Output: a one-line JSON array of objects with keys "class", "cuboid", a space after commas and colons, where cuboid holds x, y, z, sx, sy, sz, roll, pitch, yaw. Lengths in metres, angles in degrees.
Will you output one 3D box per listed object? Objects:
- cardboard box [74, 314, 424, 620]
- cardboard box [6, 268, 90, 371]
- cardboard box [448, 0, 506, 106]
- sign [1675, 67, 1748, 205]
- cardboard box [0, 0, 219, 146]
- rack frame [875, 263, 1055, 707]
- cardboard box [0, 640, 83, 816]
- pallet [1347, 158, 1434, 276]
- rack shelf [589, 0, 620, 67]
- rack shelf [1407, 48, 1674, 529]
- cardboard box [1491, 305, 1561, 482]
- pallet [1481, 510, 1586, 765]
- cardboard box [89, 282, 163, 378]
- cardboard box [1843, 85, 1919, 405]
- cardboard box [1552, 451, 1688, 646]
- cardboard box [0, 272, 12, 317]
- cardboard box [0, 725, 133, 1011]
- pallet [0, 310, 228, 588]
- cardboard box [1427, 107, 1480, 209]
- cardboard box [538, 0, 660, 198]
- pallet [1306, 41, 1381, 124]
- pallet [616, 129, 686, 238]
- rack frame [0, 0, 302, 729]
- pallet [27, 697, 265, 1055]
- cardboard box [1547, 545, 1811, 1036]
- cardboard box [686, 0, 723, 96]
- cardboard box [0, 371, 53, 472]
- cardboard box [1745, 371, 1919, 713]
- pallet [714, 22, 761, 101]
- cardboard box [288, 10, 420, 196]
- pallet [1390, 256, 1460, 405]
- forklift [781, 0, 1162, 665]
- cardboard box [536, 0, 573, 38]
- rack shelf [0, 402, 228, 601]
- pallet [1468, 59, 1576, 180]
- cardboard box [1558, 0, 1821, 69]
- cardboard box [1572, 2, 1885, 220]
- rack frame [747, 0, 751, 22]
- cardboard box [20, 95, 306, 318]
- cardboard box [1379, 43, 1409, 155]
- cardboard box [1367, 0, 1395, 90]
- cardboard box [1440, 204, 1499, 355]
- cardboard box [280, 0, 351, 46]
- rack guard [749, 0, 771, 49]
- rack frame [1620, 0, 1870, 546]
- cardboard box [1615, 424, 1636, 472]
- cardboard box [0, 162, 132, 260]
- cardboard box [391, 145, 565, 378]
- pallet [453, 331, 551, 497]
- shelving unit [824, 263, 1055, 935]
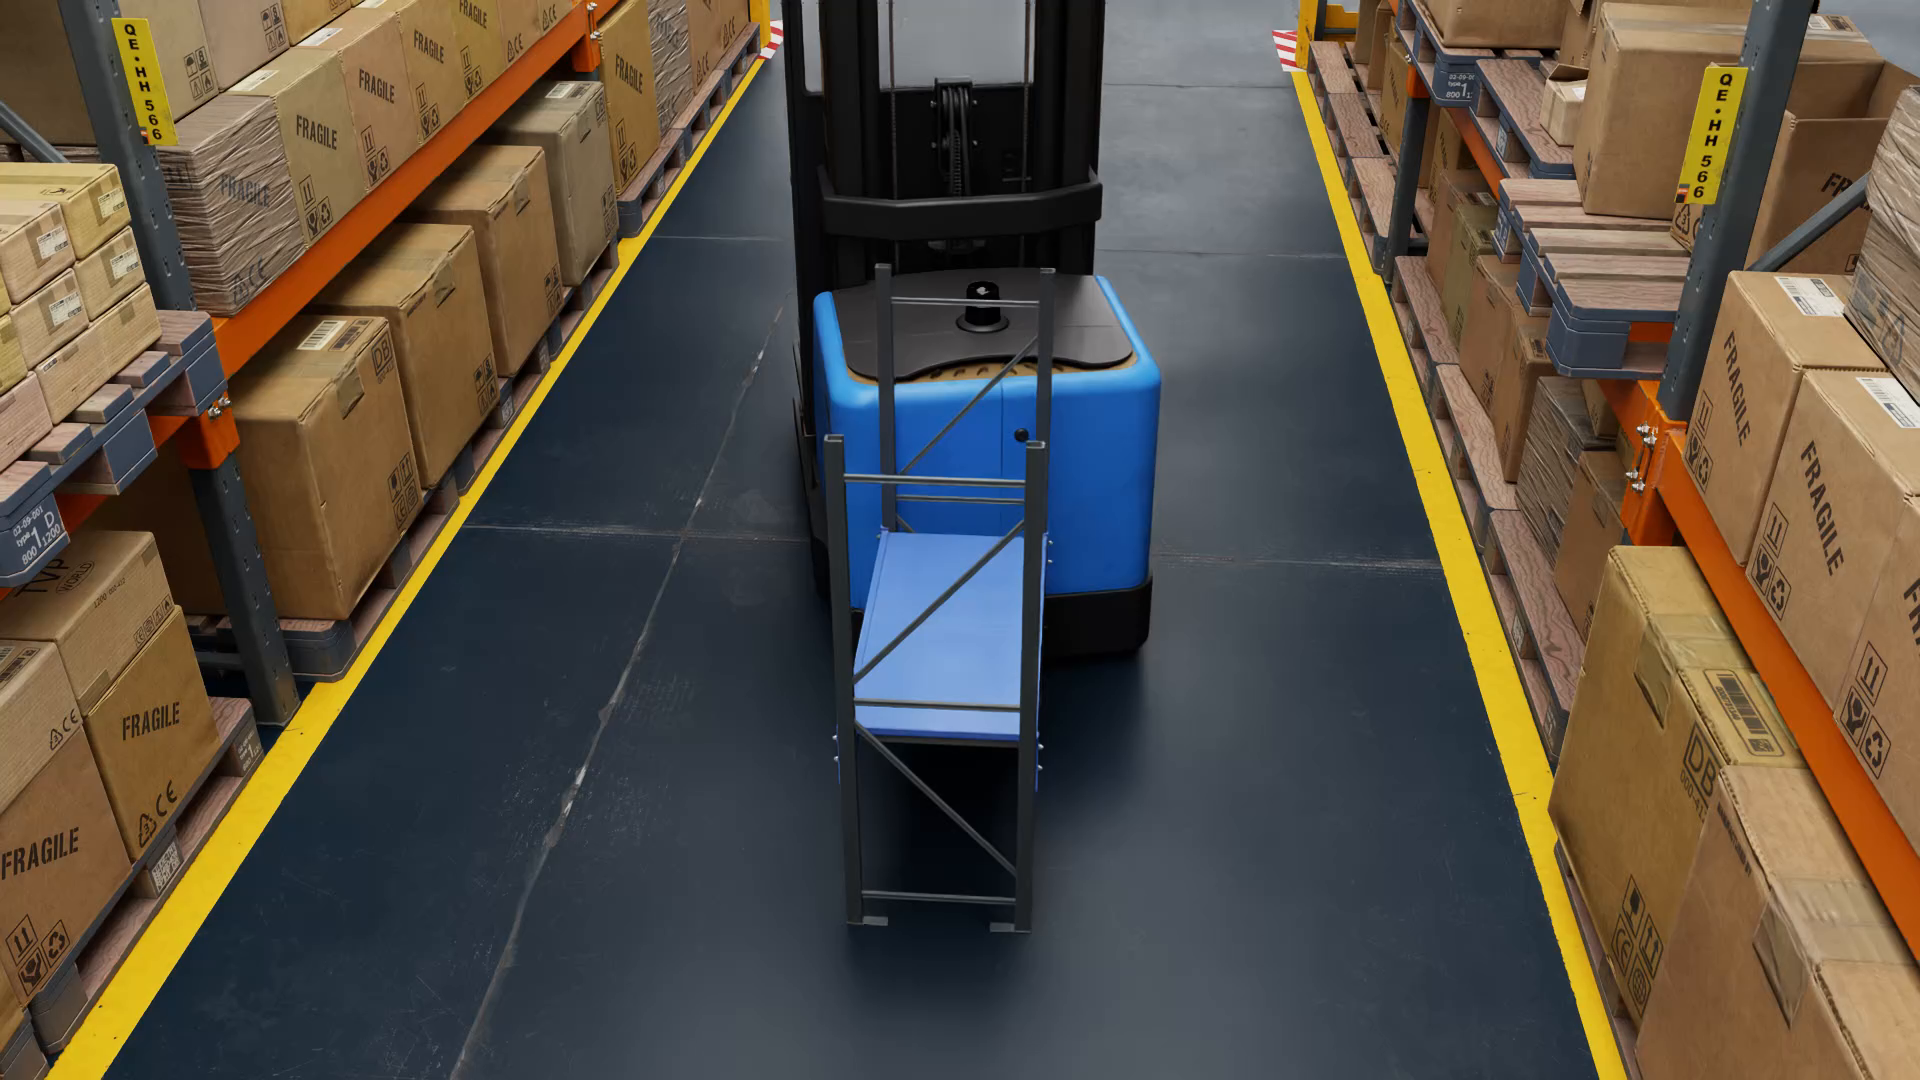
[{"class": "cardboard box", "cuboid": [-2.494, -0.266, 5.567, 1.050, 0.750, 0.750, 2, 32, 3]}, {"class": "cardboard box", "cuboid": [-2.239, -0.511, 3.777, 0.380, 0.149, 0.250, 4, 32, 6]}, {"class": "cardboard box", "cuboid": [-2.166, -2.052, 6.625, 0.500, 0.500, 0.500, 3, 32, 5]}, {"class": "sign", "cuboid": [1.761, -0.943, 3.893, 0.100, 0.325, 0.005, 2, 32, 4]}, {"class": "cardboard box", "cuboid": [-2.586, -1.433, 4.668, 0.700, 0.500, 0.500, 2, 32, 4]}, {"class": "rack frame", "cuboid": [0.014, -0.117, 5.010, 0.500, 1.500, 0.032, 2, 32, 3]}, {"class": "cardboard box", "cuboid": [-2.458, 0.469, 3.897, 0.500, 0.250, 0.500, 3, 32, 5]}, {"class": "pallet", "cuboid": [2.647, -1.723, 8.845, 1.003, 0.211, 1.213, 2, 32, 4]}, {"class": "rack shelf", "cuboid": [-2.144, -3.562, 9.856, 1.077, 0.370, 4.000, 2, 32, 4]}, {"class": "rack shelf", "cuboid": [2.465, -1.205, 6.032, 1.077, 0.370, 4.000, 2, 32, 4]}, {"class": "cardboard box", "cuboid": [2.409, -0.527, 6.210, 0.700, 0.500, 0.500, 5, 32, 8]}, {"class": "pallet", "cuboid": [2.367, 0.313, 5.541, 1.003, 0.211, 1.213, 2, 32, 4]}, {"class": "cardboard box", "cuboid": [-2.215, -0.525, 4.081, 0.380, 0.149, 0.250, 3, 32, 5]}, {"class": "cardboard box", "cuboid": [2.227, -0.554, 3.238, 0.797, 0.503, 0.637, 3, 32, 6]}, {"class": "cardboard box", "cuboid": [2.337, 0.060, 5.257, 0.700, 0.500, 0.500, 1, 32, 1]}, {"class": "cardboard box", "cuboid": [-2.260, -0.511, 3.493, 0.380, 0.149, 0.250, 3, 32, 5]}, {"class": "cardboard box", "cuboid": [-2.472, 0.782, 4.105, 0.500, 0.500, 0.500, 4, 32, 6]}, {"class": "pallet", "cuboid": [-2.585, -0.272, 4.014, 1.213, 0.211, 1.003, 2, 32, 4]}, {"class": "cardboard box", "cuboid": [2.700, -1.879, 8.423, 0.500, 0.500, 0.500, 2, 32, 2]}, {"class": "cardboard box", "cuboid": [-2.186, -2.422, 8.946, 0.875, 0.875, 0.875, 3, 32, 5]}, {"class": "pallet", "cuboid": [2.846, -2.999, 10.915, 1.003, 0.211, 1.213, 2, 32, 4]}, {"class": "pallet", "cuboid": [-2.167, -2.029, 9.342, 1.003, 0.211, 1.213, 2, 32, 4]}, {"class": "rack frame", "cuboid": [-2.633, -0.730, 4.576, 1.000, 3.000, 0.127, 2, 32, 4]}, {"class": "pallet", "cuboid": [-2.698, 0.865, 4.645, 1.003, 0.211, 1.213, 2, 32, 4]}, {"class": "cardboard box", "cuboid": [2.225, 0.620, 4.010, 1.225, 0.875, 0.875, 1, 32, 2]}, {"class": "cardboard box", "cuboid": [-2.040, -3.370, 10.485, 0.875, 0.875, 0.875, 2, 32, 3]}, {"class": "cardboard box", "cuboid": [-2.257, -0.260, 3.653, 0.380, 0.149, 0.250, 3, 32, 5]}, {"class": "cardboard box", "cuboid": [1.952, 0.004, 3.289, 0.500, 0.500, 0.500, 2, 32, 3]}, {"class": "pallet", "cuboid": [-1.969, -3.305, 11.412, 1.003, 0.211, 1.213, 2, 32, 4]}, {"class": "cardboard box", "cuboid": [-2.247, -1.526, 5.772, 0.500, 0.500, 0.500, 2, 32, 4]}, {"class": "pallet", "cuboid": [2.566, -0.963, 7.612, 1.003, 0.211, 1.213, 2, 32, 4]}, {"class": "forklift", "cuboid": [-0.091, -1.572, 6.007, 1.130, 2.935, 3.031, -4, 32, -7]}, {"class": "cardboard box", "cuboid": [-2.083, -2.580, 7.483, 0.500, 0.500, 0.500, 2, 32, 4]}, {"class": "rack shelf", "cuboid": [-2.796, 0.622, 3.068, 1.077, 0.370, 4.000, 2, 32, 4]}, {"class": "pallet", "cuboid": [2.423, -1.421, 5.879, 1.003, 0.211, 1.213, 2, 32, 4]}, {"class": "cardboard box", "cuboid": [2.579, -1.870, 5.926, 0.797, 0.503, 0.637, 6, 32, 9]}, {"class": "cardboard box", "cuboid": [2.252, -1.267, 4.952, 0.700, 0.500, 0.500, 7, 32, 11]}, {"class": "rack frame", "cuboid": [-1.982, -4.914, 11.364, 1.000, 3.000, 0.127, 2, 32, 4]}, {"class": "cardboard box", "cuboid": [-2.327, -0.996, 4.912, 0.500, 0.500, 0.500, 3, 32, 5]}, {"class": "cardboard box", "cuboid": [2.712, -2.507, 9.442, 0.500, 0.500, 0.500, 0, 32, 0]}, {"class": "cardboard box", "cuboid": [2.872, -3.124, 10.442, 0.500, 0.500, 0.500, 11, 33, 17]}, {"class": "cardboard box", "cuboid": [2.499, -1.112, 7.158, 0.700, 0.500, 0.500, 2, 32, 4]}, {"class": "cardboard box", "cuboid": [-2.507, -1.966, 5.533, 0.700, 0.500, 0.500, 2, 32, 3]}, {"class": "rack guard", "cuboid": [-1.980, -3.862, 12.040, 1.175, 0.500, 0.348, 2, 32, 4]}, {"class": "rack frame", "cuboid": [2.302, -0.466, 4.147, 1.000, 3.000, 0.127, 2, 32, 4]}, {"class": "cardboard box", "cuboid": [2.327, -0.260, 5.061, 0.500, 0.250, 0.500, 4, 32, 6]}, {"class": "cardboard box", "cuboid": [-2.216, -0.780, 3.928, 0.380, 0.149, 0.250, 1, 32, 2]}, {"class": "cardboard box", "cuboid": [-2.350, -1.210, 7.099, 1.050, 0.750, 0.750, 2, 32, 4]}, {"class": "pallet", "cuboid": [-2.392, -0.589, 7.004, 1.003, 0.211, 1.213, 2, 32, 4]}, {"class": "shelving unit", "cuboid": [-0.022, 0.149, 4.578, 0.538, 1.500, 1.048, 2, 32, 3]}]
